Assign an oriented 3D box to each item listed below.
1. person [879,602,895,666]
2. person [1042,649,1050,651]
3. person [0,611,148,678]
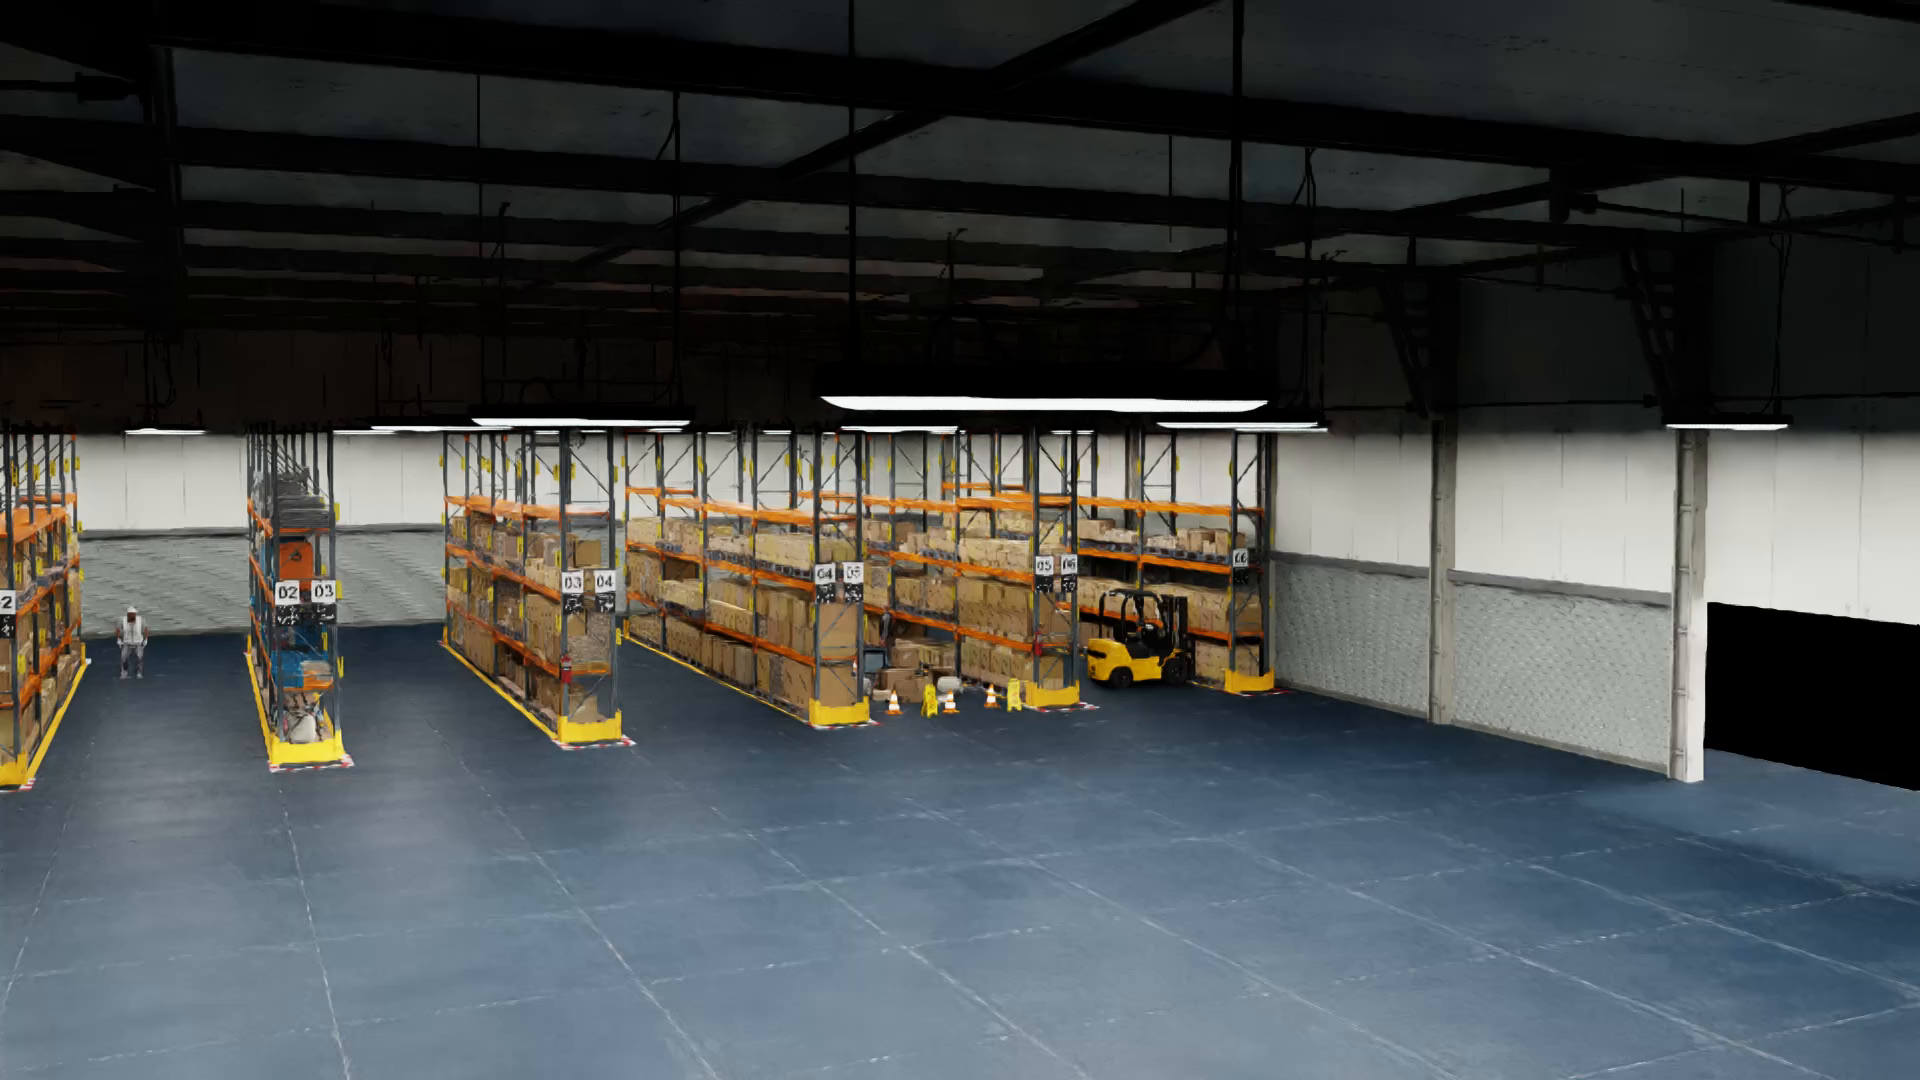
[{"bbox_3d":[-1.732,2.314,40.081,0.432,1.660,0.618,0,4,0],"label":"person"},{"bbox_3d":[1.967,2.332,39.891,0.580,1.763,0.673,0,4,7],"label":"person"},{"bbox_3d":[-17.693,2.659,33.541,2.410,1.949,12.265,-2,4,-26],"label":"person"}]
